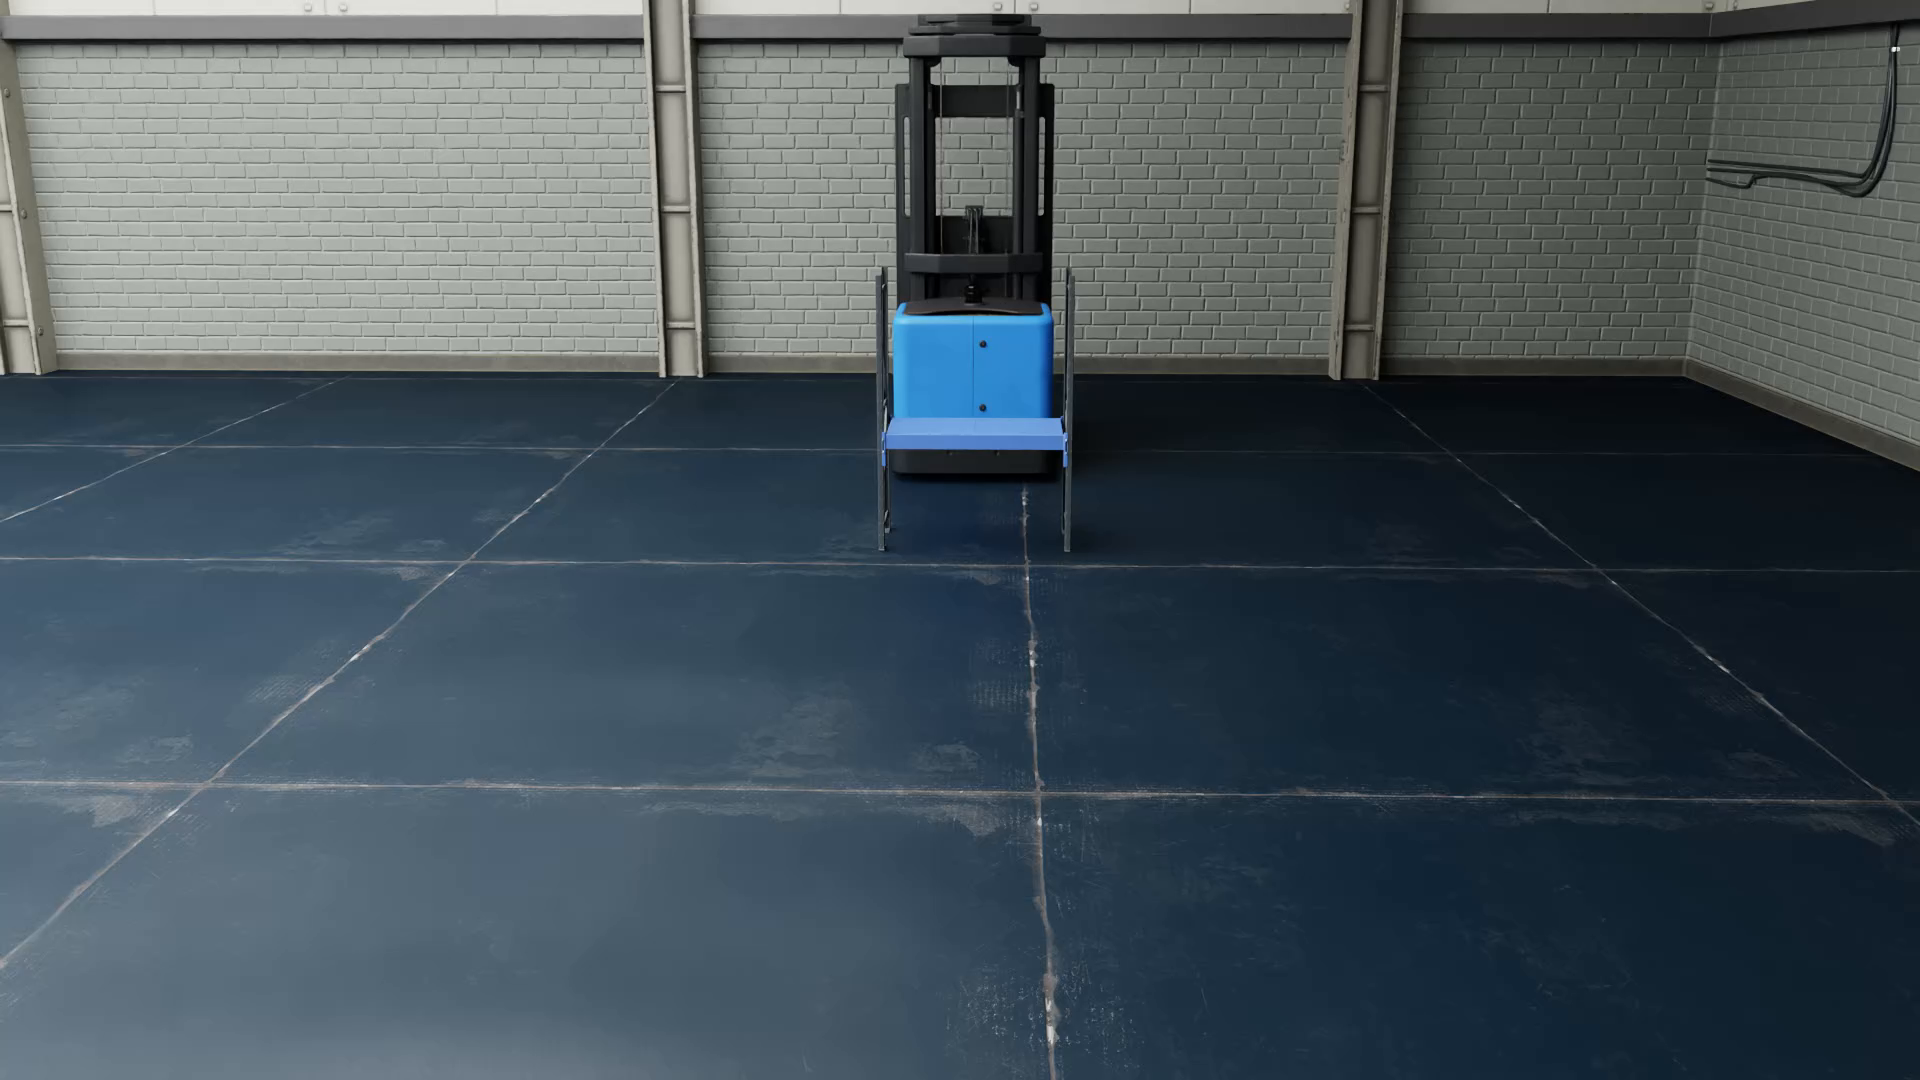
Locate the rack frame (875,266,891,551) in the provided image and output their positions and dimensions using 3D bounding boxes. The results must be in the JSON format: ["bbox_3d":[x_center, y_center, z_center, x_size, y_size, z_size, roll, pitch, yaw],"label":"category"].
[{"bbox_3d":[-0.423,-0.728,9.159,0.032,1.500,0.500,0,15,1],"label":"rack frame"}]

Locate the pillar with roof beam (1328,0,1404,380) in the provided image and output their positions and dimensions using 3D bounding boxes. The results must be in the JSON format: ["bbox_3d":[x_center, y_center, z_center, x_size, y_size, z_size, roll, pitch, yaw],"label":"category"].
[{"bbox_3d":[3.405,-4.709,9.549,0.400,9.000,9.100,0,15,1],"label":"pillar with roof beam"}]

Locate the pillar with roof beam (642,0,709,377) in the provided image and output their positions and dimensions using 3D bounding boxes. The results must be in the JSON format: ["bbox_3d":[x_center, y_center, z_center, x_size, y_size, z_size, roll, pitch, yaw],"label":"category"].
[{"bbox_3d":[-2.594,-4.748,9.697,0.400,9.000,9.100,0,15,1],"label":"pillar with roof beam"}]

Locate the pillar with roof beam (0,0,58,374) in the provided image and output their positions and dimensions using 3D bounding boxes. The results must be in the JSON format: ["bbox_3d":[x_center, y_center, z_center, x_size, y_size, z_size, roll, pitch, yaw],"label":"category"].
[{"bbox_3d":[-8.592,-4.787,9.845,0.400,9.000,9.100,0,15,1],"label":"pillar with roof beam"}]

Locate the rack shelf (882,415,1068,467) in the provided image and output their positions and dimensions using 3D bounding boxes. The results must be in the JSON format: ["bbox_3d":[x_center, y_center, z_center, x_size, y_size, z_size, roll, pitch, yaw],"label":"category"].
[{"bbox_3d":[0.085,-0.551,9.192,1.000,0.185,0.538,0,15,1],"label":"rack shelf"}]

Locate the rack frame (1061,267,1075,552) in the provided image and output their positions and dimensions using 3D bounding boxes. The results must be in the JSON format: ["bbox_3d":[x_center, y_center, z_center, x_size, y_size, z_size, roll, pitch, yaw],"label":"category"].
[{"bbox_3d":[0.593,-0.721,9.134,0.032,1.500,0.500,0,15,1],"label":"rack frame"}]

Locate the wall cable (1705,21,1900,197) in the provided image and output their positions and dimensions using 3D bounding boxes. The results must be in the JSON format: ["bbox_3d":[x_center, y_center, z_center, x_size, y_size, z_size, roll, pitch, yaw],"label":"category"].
[{"bbox_3d":[6.426,-3.949,12.755,0.112,2.526,3.097,0,15,1],"label":"wall cable"}]

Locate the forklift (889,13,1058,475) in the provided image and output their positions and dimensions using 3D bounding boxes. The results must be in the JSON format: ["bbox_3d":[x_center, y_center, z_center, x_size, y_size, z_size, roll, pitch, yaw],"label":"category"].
[{"bbox_3d":[0.102,-2.160,11.782,1.130,2.935,3.031,0,15,1],"label":"forklift"}]

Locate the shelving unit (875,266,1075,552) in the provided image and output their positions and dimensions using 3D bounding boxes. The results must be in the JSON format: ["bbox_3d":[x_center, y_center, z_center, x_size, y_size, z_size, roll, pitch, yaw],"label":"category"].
[{"bbox_3d":[0.085,-0.725,9.147,1.048,1.500,0.538,0,15,1],"label":"shelving unit"}]
